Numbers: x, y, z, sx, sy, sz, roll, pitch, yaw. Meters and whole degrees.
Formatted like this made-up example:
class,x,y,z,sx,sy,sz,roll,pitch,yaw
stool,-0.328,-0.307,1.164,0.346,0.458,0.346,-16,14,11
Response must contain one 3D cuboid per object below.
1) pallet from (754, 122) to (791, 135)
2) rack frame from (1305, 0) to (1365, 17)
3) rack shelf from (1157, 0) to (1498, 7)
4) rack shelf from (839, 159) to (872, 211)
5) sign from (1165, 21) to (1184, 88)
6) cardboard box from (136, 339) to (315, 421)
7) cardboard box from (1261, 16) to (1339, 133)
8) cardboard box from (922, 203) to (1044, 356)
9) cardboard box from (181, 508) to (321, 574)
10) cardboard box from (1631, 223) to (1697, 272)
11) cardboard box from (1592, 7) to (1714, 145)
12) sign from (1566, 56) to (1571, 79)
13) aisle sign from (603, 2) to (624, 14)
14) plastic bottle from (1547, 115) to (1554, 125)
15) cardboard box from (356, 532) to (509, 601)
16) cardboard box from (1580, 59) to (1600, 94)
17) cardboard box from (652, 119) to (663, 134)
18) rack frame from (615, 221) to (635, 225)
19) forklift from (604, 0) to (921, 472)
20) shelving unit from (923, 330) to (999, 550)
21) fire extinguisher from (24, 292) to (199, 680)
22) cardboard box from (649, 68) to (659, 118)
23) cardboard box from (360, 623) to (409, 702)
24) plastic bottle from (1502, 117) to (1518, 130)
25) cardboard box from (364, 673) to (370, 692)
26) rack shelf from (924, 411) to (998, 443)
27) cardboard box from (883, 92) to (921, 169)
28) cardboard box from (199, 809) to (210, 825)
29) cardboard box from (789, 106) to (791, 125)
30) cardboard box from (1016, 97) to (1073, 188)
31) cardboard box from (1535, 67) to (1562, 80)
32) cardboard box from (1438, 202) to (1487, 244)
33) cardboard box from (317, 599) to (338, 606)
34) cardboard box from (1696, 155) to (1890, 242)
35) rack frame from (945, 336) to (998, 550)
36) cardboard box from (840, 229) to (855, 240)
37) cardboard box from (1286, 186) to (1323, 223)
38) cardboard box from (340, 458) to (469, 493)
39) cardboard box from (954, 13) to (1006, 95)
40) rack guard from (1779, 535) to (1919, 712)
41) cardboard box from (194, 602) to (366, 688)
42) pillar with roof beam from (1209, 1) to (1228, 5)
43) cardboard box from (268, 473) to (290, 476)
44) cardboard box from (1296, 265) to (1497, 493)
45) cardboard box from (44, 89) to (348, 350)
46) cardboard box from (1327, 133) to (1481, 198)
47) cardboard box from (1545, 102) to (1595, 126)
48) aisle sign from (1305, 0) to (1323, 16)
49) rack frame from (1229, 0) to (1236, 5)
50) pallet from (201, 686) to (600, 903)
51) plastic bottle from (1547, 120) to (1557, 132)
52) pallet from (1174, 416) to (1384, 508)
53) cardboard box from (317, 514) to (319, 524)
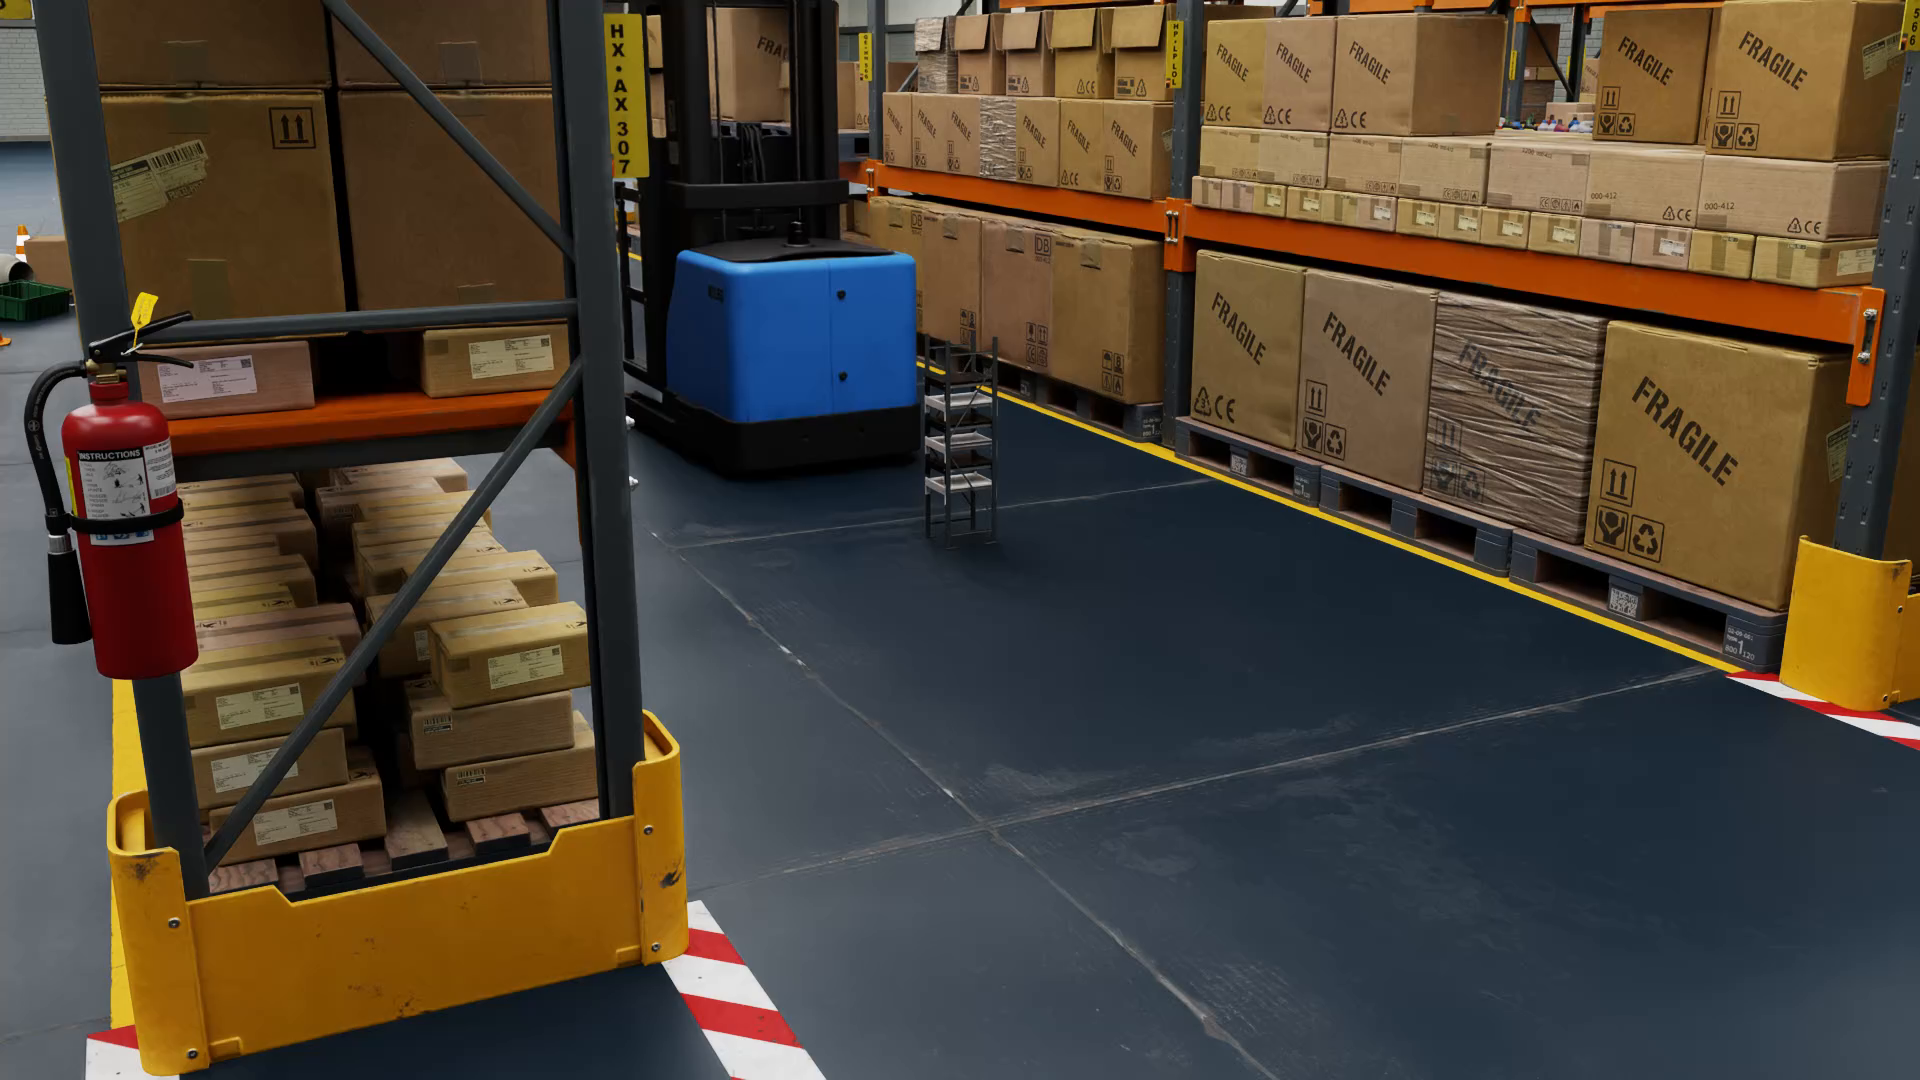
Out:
class,x,y,z,sx,sy,sz,roll,pitch,yaw
pallet,-1.089,-3.380,13.940,1.003,0.211,1.213,-8,18,-25
rack frame,5.217,-6.167,23.301,1.000,3.000,0.127,-8,18,-25
rack shelf,3.391,-5.177,15.720,1.077,0.370,4.000,-8,18,-25
rack shelf,-1.061,-3.137,14.048,1.077,0.370,4.000,-8,18,-25
sign,1.084,-2.445,8.378,0.100,0.325,0.005,-8,18,-25
cardboard box,-1.580,-0.355,3.504,0.380,0.149,0.250,-8,18,-25
cardboard box,1.756,-2.154,7.690,0.500,0.500,0.500,-8,18,-25
cardboard box,0.482,-1.772,11.077,1.225,0.875,0.875,-8,18,-25
cardboard box,-2.169,0.025,5.056,0.380,0.149,0.250,-8,18,-27
cardboard box,2.643,-1.058,5.954,0.380,0.149,0.250,-8,18,-25
cardboard box,2.901,-1.838,6.590,0.500,0.500,0.500,-8,18,-26
sign,9.181,-7.117,25.042,0.100,0.325,0.005,-8,18,-25
aisle sign,-3.986,-6.199,18.701,0.394,0.787,0.004,-8,18,-25
plastic bottle,4.929,-3.423,13.953,0.061,0.283,0.133,-8,18,-25
cardboard box,-1.514,0.100,4.794,0.380,0.149,0.250,-9,18,-28
cardboard box,9.607,-6.909,24.766,0.500,0.500,0.500,-8,18,-25
cardboard box,-2.940,-4.249,17.076,0.380,0.149,0.250,-8,18,-25
rack frame,-3.690,-4.970,19.133,1.000,3.000,0.127,-8,18,-25
forklift,-1.341,-2.106,9.277,1.130,2.935,3.031,-8,18,-27
shelving unit,0.004,-0.431,7.120,0.258,0.900,0.210,-8,18,-25
fire extinguisher,-1.488,-0.094,2.957,0.296,0.674,0.183,-8,18,-25
cardboard box,-2.758,-4.658,17.323,0.875,0.500,0.500,-8,18,-25
cardboard box,-1.438,0.311,4.596,0.380,0.149,0.250,-7,18,-24
plastic bottle,4.387,-3.229,13.277,0.061,0.283,0.133,-8,18,-25
cardboard box,-1.639,0.327,5.080,0.380,0.149,0.250,-8,18,-25
rack shelf,0.004,-0.485,7.104,0.258,0.077,0.200,-8,18,-25
cardboard box,-0.217,-2.881,11.672,0.500,0.500,0.500,-7,17,-23
cardboard box,-1.805,0.583,4.189,0.380,0.149,0.250,-7,17,-23
cardboard box,-1.158,-3.505,13.508,0.396,0.266,0.258,-8,18,-26
cardboard box,0.671,-2.378,9.918,0.500,0.500,0.500,-8,18,-26
cardboard box,7.026,-5.625,20.055,0.380,0.149,0.250,-8,18,-25
cardboard box,2.198,-1.310,6.833,0.380,0.149,0.250,-7,18,-24
cardboard box,-1.925,0.293,4.661,0.380,0.149,0.250,-8,18,-26
cardboard box,2.869,-1.162,5.595,0.500,0.250,0.500,-8,18,-26
rack frame,0.048,-0.405,7.032,0.240,0.900,0.006,-8,18,-25
cardboard box,-0.751,-2.296,13.549,0.700,0.500,0.500,-9,18,-29
cardboard box,1.746,-1.565,7.722,0.380,0.149,0.250,-8,18,-26
cardboard box,-1.908,-0.167,5.722,0.380,0.149,0.250,-8,18,-27
cardboard box,0.404,-3.172,10.865,0.797,0.503,0.637,-7,18,-24
rack guard,3.330,0.204,5.632,1.175,0.500,0.348,-8,18,-25
cardboard box,-1.701,0.284,4.152,0.380,0.149,0.250,-7,18,-24
pillar with roof beam,1.626,-12.036,32.878,9.100,9.000,0.400,-8,18,-25
cardboard box,-2.614,-0.233,5.955,0.380,0.149,0.250,-8,18,-26
cardboard box,2.179,-0.779,7.618,0.875,0.875,0.875,-8,18,-25
cardboard box,-1.611,-0.700,3.532,0.500,0.500,0.500,-7,18,-24
cardboard box,1.983,-1.666,7.351,0.500,0.250,0.500,-7,18,-24
cardboard box,7.224,-4.986,19.459,0.500,0.250,0.500,-6,17,-21
aisle sign,4.913,-7.395,22.870,0.394,0.787,0.004,-8,18,-25
rack frame,2.515,-4.577,17.762,1.000,3.000,0.127,-8,18,-25
pallet,-1.541,0.687,4.474,1.003,0.211,1.213,-8,18,-25
plastic bottle,4.597,-3.116,12.904,0.097,0.271,0.097,0,16,0
pallet,1.830,-0.457,8.459,1.003,0.211,1.213,-8,18,-25
cardboard box,-1.999,-0.022,5.756,0.380,0.149,0.250,-9,18,-28
